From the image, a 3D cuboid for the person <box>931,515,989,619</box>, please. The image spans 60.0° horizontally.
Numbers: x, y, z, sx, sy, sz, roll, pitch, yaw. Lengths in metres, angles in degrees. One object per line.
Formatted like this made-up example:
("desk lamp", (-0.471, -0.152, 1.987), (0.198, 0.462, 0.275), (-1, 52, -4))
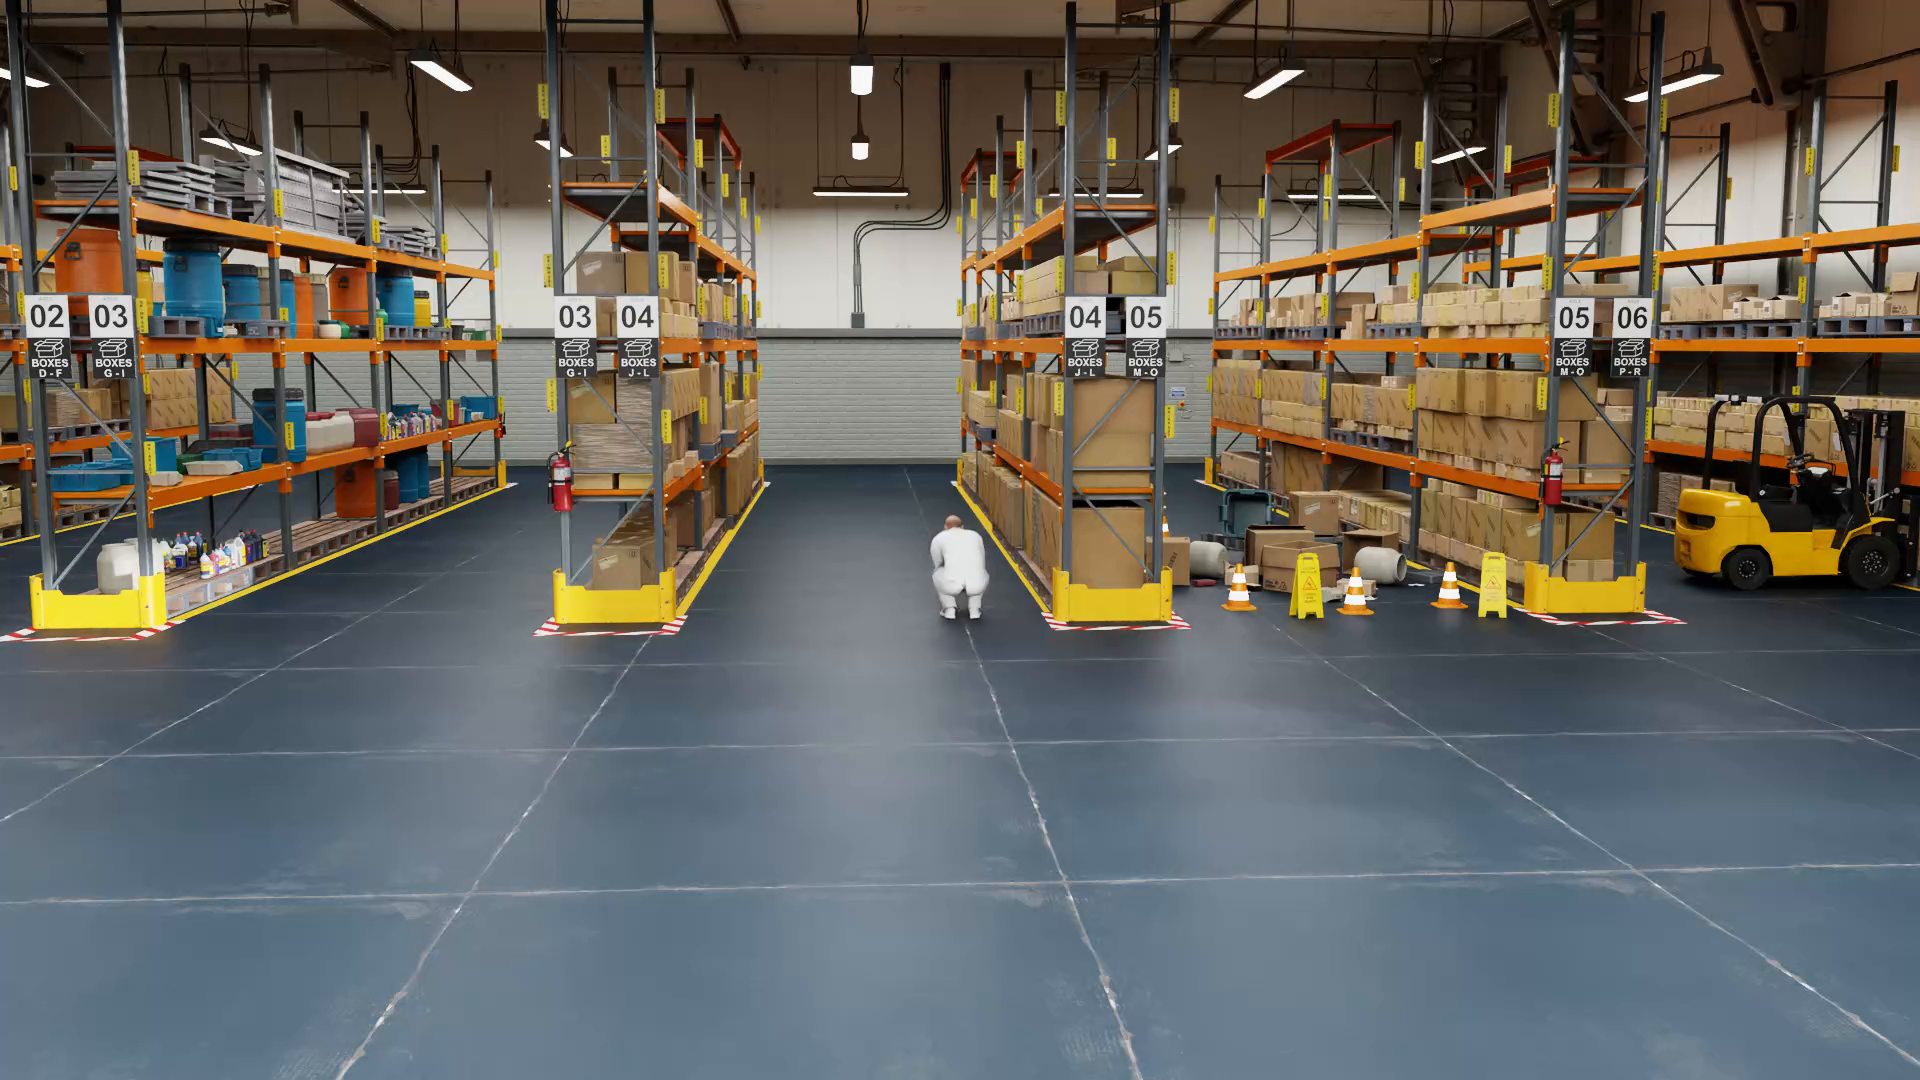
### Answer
("person", (0.000, 0.267, 16.916), (0.593, 0.994, 0.910), (0, 7, -4))
